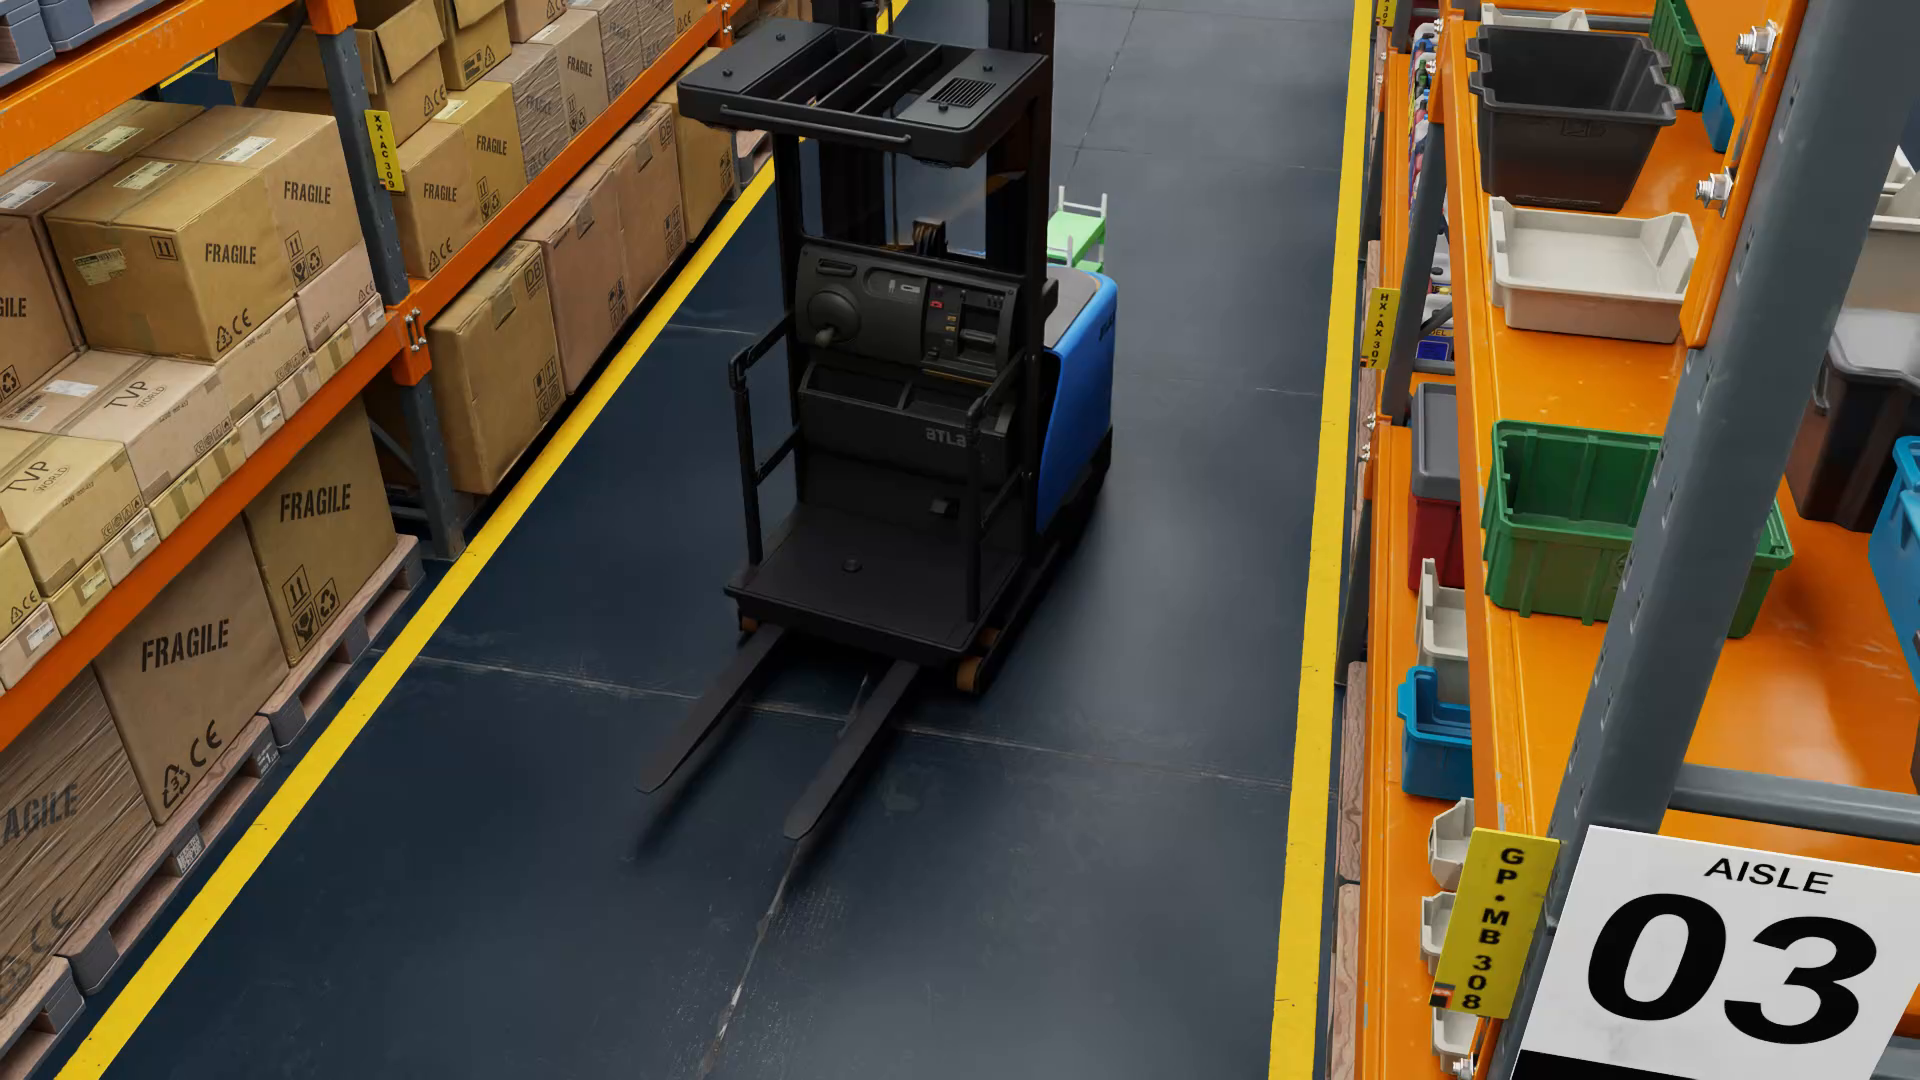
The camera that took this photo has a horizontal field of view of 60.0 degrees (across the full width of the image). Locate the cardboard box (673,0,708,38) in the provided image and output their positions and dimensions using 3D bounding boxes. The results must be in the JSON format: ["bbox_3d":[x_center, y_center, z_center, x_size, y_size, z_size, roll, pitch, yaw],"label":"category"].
[{"bbox_3d":[-1.793,-3.221,9.553,0.500,0.500,0.500,8,37,11],"label":"cardboard box"}]

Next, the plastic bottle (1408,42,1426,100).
[{"bbox_3d":[2.386,-2.436,8.655,0.061,0.283,0.133,7,37,10],"label":"plastic bottle"}]

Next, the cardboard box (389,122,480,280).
[{"bbox_3d":[-2.441,-1.474,7.143,0.500,0.500,0.500,7,37,10],"label":"cardboard box"}]

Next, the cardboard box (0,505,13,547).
[{"bbox_3d":[-3.060,-0.097,4.564,0.500,0.500,0.500,6,36,9],"label":"cardboard box"}]

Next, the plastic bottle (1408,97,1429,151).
[{"bbox_3d":[2.252,-2.021,8.093,0.097,0.271,0.097,0,36,0],"label":"plastic bottle"}]

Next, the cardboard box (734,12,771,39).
[{"bbox_3d":[-1.700,-3.367,11.595,0.700,0.500,0.500,4,36,6],"label":"cardboard box"}]

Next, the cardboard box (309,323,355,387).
[{"bbox_3d":[-2.584,-0.736,6.424,0.380,0.149,0.250,8,37,11],"label":"cardboard box"}]

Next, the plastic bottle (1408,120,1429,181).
[{"bbox_3d":[2.205,-1.821,7.812,0.152,0.276,0.135,7,37,10],"label":"plastic bottle"}]

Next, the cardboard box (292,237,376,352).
[{"bbox_3d":[-2.622,-0.975,6.414,0.500,0.250,0.500,7,36,9],"label":"cardboard box"}]

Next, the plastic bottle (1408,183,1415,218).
[{"bbox_3d":[2.085,-1.545,7.495,0.097,0.201,0.097,0,36,0],"label":"plastic bottle"}]

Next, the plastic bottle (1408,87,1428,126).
[{"bbox_3d":[2.322,-2.181,8.373,0.097,0.201,0.097,0,36,0],"label":"plastic bottle"}]

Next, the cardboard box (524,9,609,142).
[{"bbox_3d":[-2.122,-2.346,8.346,0.500,0.500,0.500,8,37,11],"label":"cardboard box"}]

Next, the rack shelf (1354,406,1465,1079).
[{"bbox_3d":[1.628,0.857,4.624,1.077,0.370,4.000,7,37,10],"label":"rack shelf"}]

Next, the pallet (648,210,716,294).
[{"bbox_3d":[-2.172,-1.923,10.224,1.003,0.211,1.213,7,37,10],"label":"pallet"}]

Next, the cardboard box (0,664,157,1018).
[{"bbox_3d":[-3.385,0.883,5.428,0.875,0.875,0.875,7,37,10],"label":"cardboard box"}]

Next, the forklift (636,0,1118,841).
[{"bbox_3d":[-0.301,-0.836,6.405,1.130,2.935,3.031,14,38,18],"label":"forklift"}]

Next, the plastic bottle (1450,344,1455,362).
[{"bbox_3d":[1.949,-0.762,6.414,0.097,0.201,0.097,0,36,0],"label":"plastic bottle"}]

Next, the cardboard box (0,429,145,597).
[{"bbox_3d":[-2.950,-0.096,5.200,0.500,0.250,0.500,7,36,9],"label":"cardboard box"}]

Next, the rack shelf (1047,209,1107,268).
[{"bbox_3d":[0.501,-1.407,7.960,0.258,0.148,0.480,14,38,18],"label":"rack shelf"}]

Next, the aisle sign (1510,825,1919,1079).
[{"bbox_3d":[0.899,0.664,2.062,0.394,0.787,0.004,7,37,10],"label":"aisle sign"}]

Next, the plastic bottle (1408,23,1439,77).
[{"bbox_3d":[2.501,-2.616,8.909,0.152,0.276,0.135,7,37,10],"label":"plastic bottle"}]

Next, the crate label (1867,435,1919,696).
[{"bbox_3d":[1.713,0.070,2.668,0.408,0.251,0.502,7,37,10],"label":"crate label"}]

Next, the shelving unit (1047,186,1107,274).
[{"bbox_3d":[0.501,-1.070,8.204,0.258,1.200,0.503,14,38,18],"label":"shelving unit"}]

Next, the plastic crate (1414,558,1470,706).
[{"bbox_3d":[1.549,0.295,4.836,0.437,0.282,0.530,7,37,10],"label":"plastic crate"}]

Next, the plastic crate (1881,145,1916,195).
[{"bbox_3d":[2.155,-0.912,4.120,0.293,0.136,0.466,7,37,10],"label":"plastic crate"}]

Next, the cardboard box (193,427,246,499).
[{"bbox_3d":[-2.748,-0.294,5.814,0.380,0.149,0.250,8,37,11],"label":"cardboard box"}]

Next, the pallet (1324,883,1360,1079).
[{"bbox_3d":[1.677,1.676,5.257,1.003,0.211,1.213,7,37,10],"label":"pallet"}]

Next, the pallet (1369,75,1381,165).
[{"bbox_3d":[3.375,-2.881,11.546,1.003,0.211,1.213,7,37,10],"label":"pallet"}]

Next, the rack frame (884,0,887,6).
[{"bbox_3d":[-1.075,-5.788,13.180,1.000,3.000,0.127,7,37,10],"label":"rack frame"}]

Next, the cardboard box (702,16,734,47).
[{"bbox_3d":[-1.816,-3.352,10.935,0.500,0.250,0.500,9,37,12],"label":"cardboard box"}]

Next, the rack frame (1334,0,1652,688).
[{"bbox_3d":[2.055,-0.581,5.995,1.000,3.000,0.127,7,37,10],"label":"rack frame"}]

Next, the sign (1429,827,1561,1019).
[{"bbox_3d":[0.660,0.481,2.064,0.100,0.325,0.005,7,37,10],"label":"sign"}]

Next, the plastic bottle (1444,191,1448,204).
[{"bbox_3d":[2.038,-1.373,7.194,0.152,0.276,0.135,7,37,10],"label":"plastic bottle"}]

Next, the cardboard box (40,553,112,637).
[{"bbox_3d":[-2.913,0.149,5.202,0.380,0.149,0.250,6,36,9],"label":"cardboard box"}]

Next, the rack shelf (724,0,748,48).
[{"bbox_3d":[-1.502,-4.350,11.809,1.077,0.370,4.000,7,37,10],"label":"rack shelf"}]

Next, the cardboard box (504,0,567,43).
[{"bbox_3d":[-2.380,-2.766,8.070,0.797,0.503,0.637,8,37,11],"label":"cardboard box"}]

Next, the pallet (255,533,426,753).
[{"bbox_3d":[-3.023,0.354,7.082,1.003,0.211,1.213,7,37,10],"label":"pallet"}]

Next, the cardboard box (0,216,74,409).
[{"bbox_3d":[-3.355,-0.742,5.453,0.500,0.500,0.500,6,36,8],"label":"cardboard box"}]

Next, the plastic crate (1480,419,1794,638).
[{"bbox_3d":[1.132,-0.017,2.843,0.450,0.188,0.336,7,37,10],"label":"plastic crate"}]

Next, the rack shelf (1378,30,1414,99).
[{"bbox_3d":[3.336,-3.729,10.952,1.077,0.370,4.000,7,37,10],"label":"rack shelf"}]

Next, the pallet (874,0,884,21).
[{"bbox_3d":[-1.240,-4.212,13.382,1.003,0.211,1.213,7,37,10],"label":"pallet"}]

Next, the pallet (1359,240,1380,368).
[{"bbox_3d":[2.781,-1.288,9.347,1.003,0.211,1.213,7,37,10],"label":"pallet"}]

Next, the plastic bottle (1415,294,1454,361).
[{"bbox_3d":[1.823,-0.797,6.399,0.152,0.276,0.135,7,37,10],"label":"plastic bottle"}]

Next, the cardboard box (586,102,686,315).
[{"bbox_3d":[-2.295,-1.901,9.270,1.225,0.875,0.875,7,37,10],"label":"cardboard box"}]

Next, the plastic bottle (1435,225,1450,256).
[{"bbox_3d":[1.931,-1.129,6.793,0.144,0.351,0.185,7,37,10],"label":"plastic bottle"}]

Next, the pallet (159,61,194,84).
[{"bbox_3d":[-6.511,-3.488,12.383,1.003,0.211,1.213,7,37,10],"label":"pallet"}]

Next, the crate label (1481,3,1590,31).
[{"bbox_3d":[1.668,-1.444,4.855,0.293,0.136,0.466,7,37,10],"label":"crate label"}]

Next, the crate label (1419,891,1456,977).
[{"bbox_3d":[1.309,0.978,4.019,0.396,0.136,0.243,7,37,10],"label":"crate label"}]

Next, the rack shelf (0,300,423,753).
[{"bbox_3d":[-3.211,0.236,5.481,1.077,0.370,4.000,7,37,10],"label":"rack shelf"}]
